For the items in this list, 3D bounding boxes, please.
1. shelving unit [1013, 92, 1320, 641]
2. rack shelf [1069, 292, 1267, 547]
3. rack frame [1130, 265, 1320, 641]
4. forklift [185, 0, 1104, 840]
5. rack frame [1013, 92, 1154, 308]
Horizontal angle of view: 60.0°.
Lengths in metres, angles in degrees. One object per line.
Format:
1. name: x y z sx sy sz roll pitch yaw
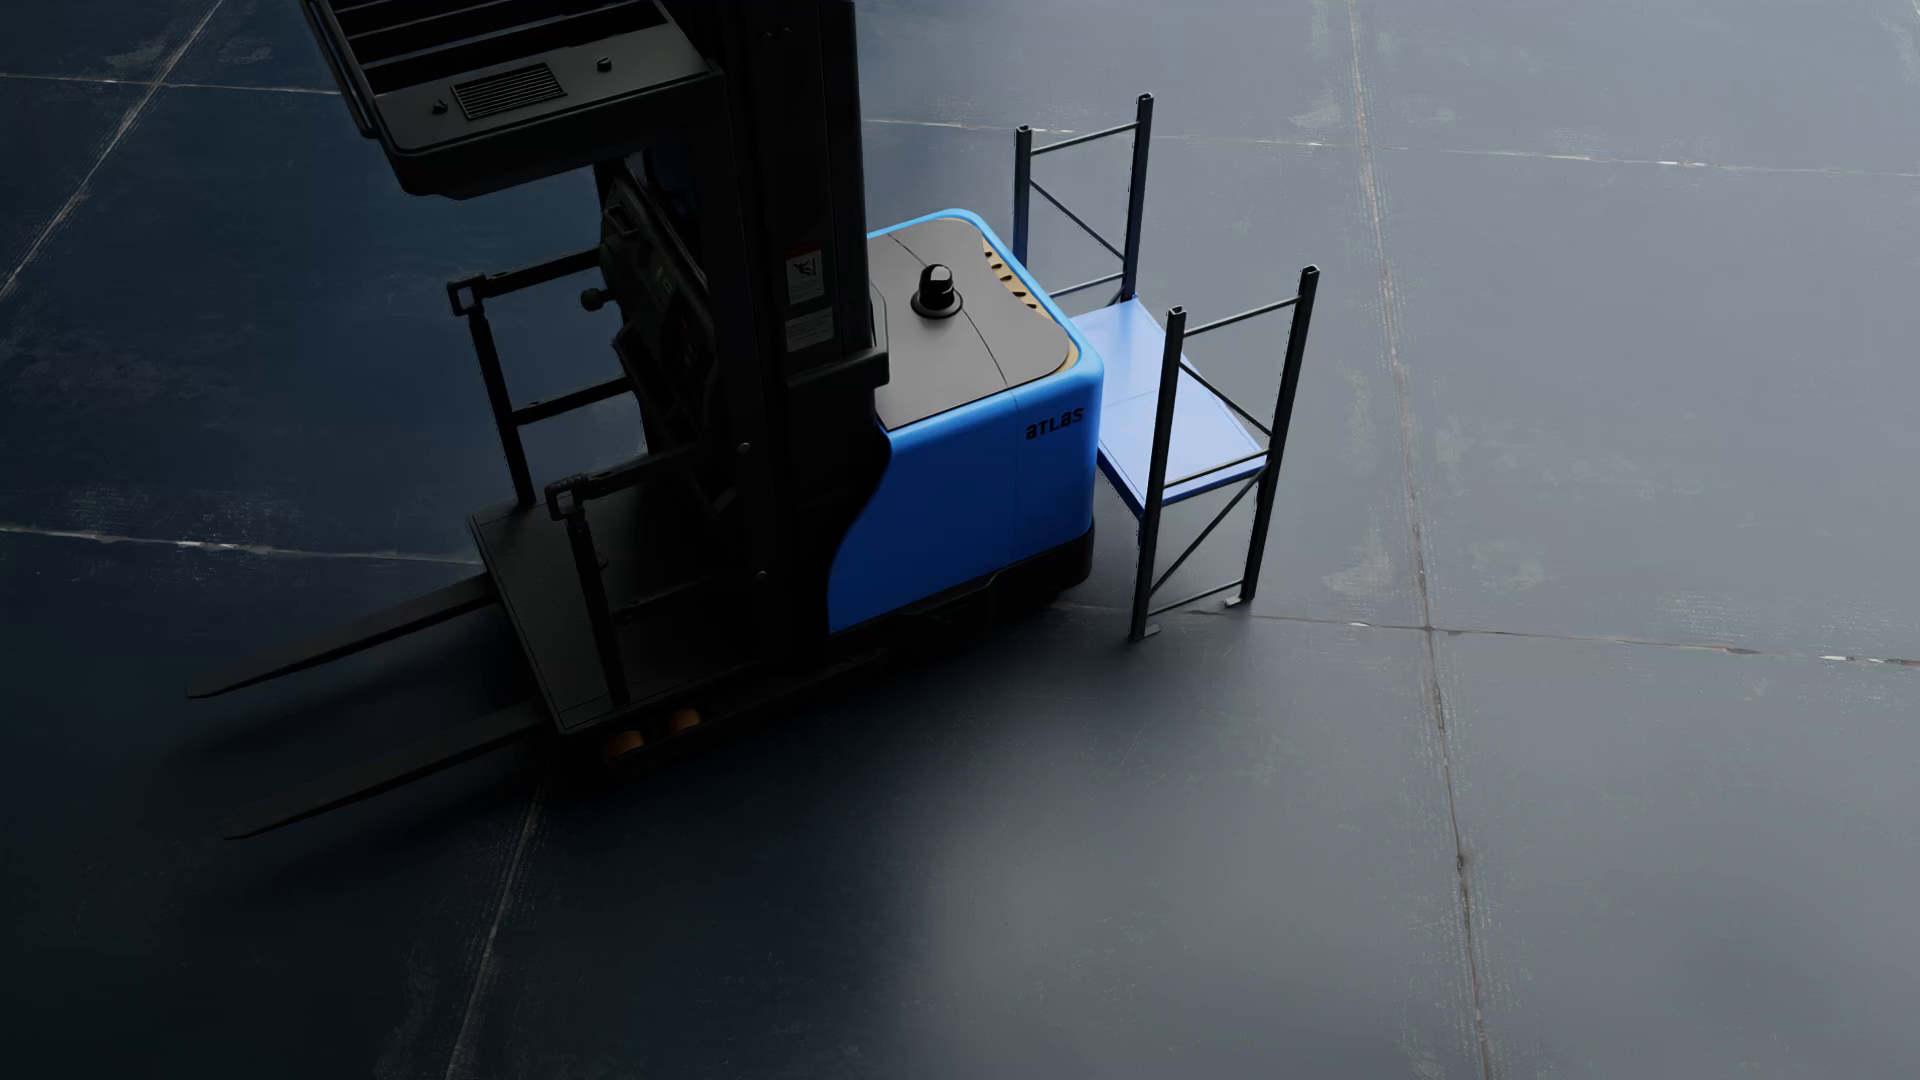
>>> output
1. shelving unit: 0.629 -0.573 5.757 0.538 1.500 1.048 -19 50 -16
2. rack shelf: 0.629 -0.451 5.890 0.538 0.185 1.000 -19 50 -16
3. rack frame: 0.840 -0.231 5.445 0.500 1.500 0.032 -19 50 -16
4. forklift: -1.070 -0.648 4.856 3.031 2.935 1.130 -21 51 -18
5. rack frame: 0.418 -0.914 6.069 0.500 1.500 0.032 -19 50 -16
